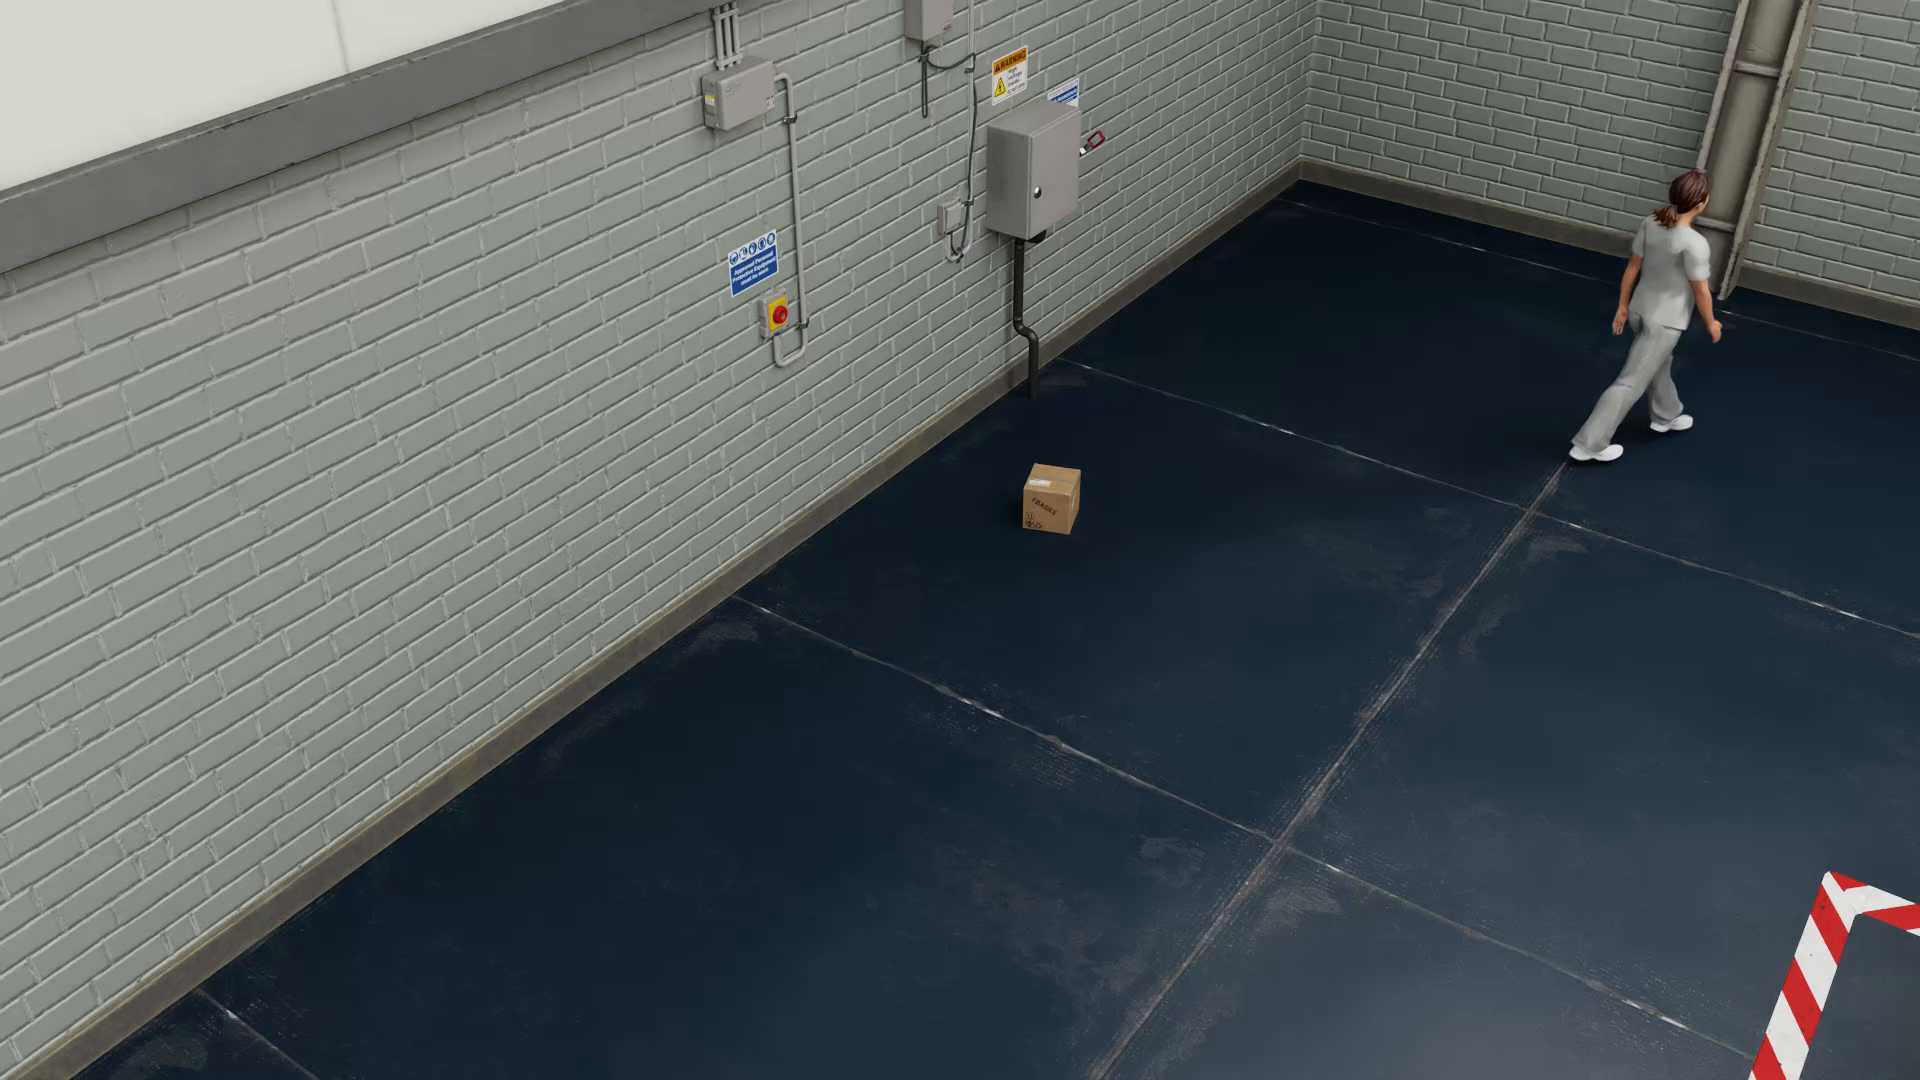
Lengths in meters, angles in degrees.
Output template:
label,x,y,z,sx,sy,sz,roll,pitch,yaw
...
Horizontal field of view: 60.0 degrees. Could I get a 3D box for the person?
label,x,y,z,sx,sy,sz,roll,pitch,yaw
person,3.797,-1.192,8.847,0.912,1.633,0.456,-11,36,-15
